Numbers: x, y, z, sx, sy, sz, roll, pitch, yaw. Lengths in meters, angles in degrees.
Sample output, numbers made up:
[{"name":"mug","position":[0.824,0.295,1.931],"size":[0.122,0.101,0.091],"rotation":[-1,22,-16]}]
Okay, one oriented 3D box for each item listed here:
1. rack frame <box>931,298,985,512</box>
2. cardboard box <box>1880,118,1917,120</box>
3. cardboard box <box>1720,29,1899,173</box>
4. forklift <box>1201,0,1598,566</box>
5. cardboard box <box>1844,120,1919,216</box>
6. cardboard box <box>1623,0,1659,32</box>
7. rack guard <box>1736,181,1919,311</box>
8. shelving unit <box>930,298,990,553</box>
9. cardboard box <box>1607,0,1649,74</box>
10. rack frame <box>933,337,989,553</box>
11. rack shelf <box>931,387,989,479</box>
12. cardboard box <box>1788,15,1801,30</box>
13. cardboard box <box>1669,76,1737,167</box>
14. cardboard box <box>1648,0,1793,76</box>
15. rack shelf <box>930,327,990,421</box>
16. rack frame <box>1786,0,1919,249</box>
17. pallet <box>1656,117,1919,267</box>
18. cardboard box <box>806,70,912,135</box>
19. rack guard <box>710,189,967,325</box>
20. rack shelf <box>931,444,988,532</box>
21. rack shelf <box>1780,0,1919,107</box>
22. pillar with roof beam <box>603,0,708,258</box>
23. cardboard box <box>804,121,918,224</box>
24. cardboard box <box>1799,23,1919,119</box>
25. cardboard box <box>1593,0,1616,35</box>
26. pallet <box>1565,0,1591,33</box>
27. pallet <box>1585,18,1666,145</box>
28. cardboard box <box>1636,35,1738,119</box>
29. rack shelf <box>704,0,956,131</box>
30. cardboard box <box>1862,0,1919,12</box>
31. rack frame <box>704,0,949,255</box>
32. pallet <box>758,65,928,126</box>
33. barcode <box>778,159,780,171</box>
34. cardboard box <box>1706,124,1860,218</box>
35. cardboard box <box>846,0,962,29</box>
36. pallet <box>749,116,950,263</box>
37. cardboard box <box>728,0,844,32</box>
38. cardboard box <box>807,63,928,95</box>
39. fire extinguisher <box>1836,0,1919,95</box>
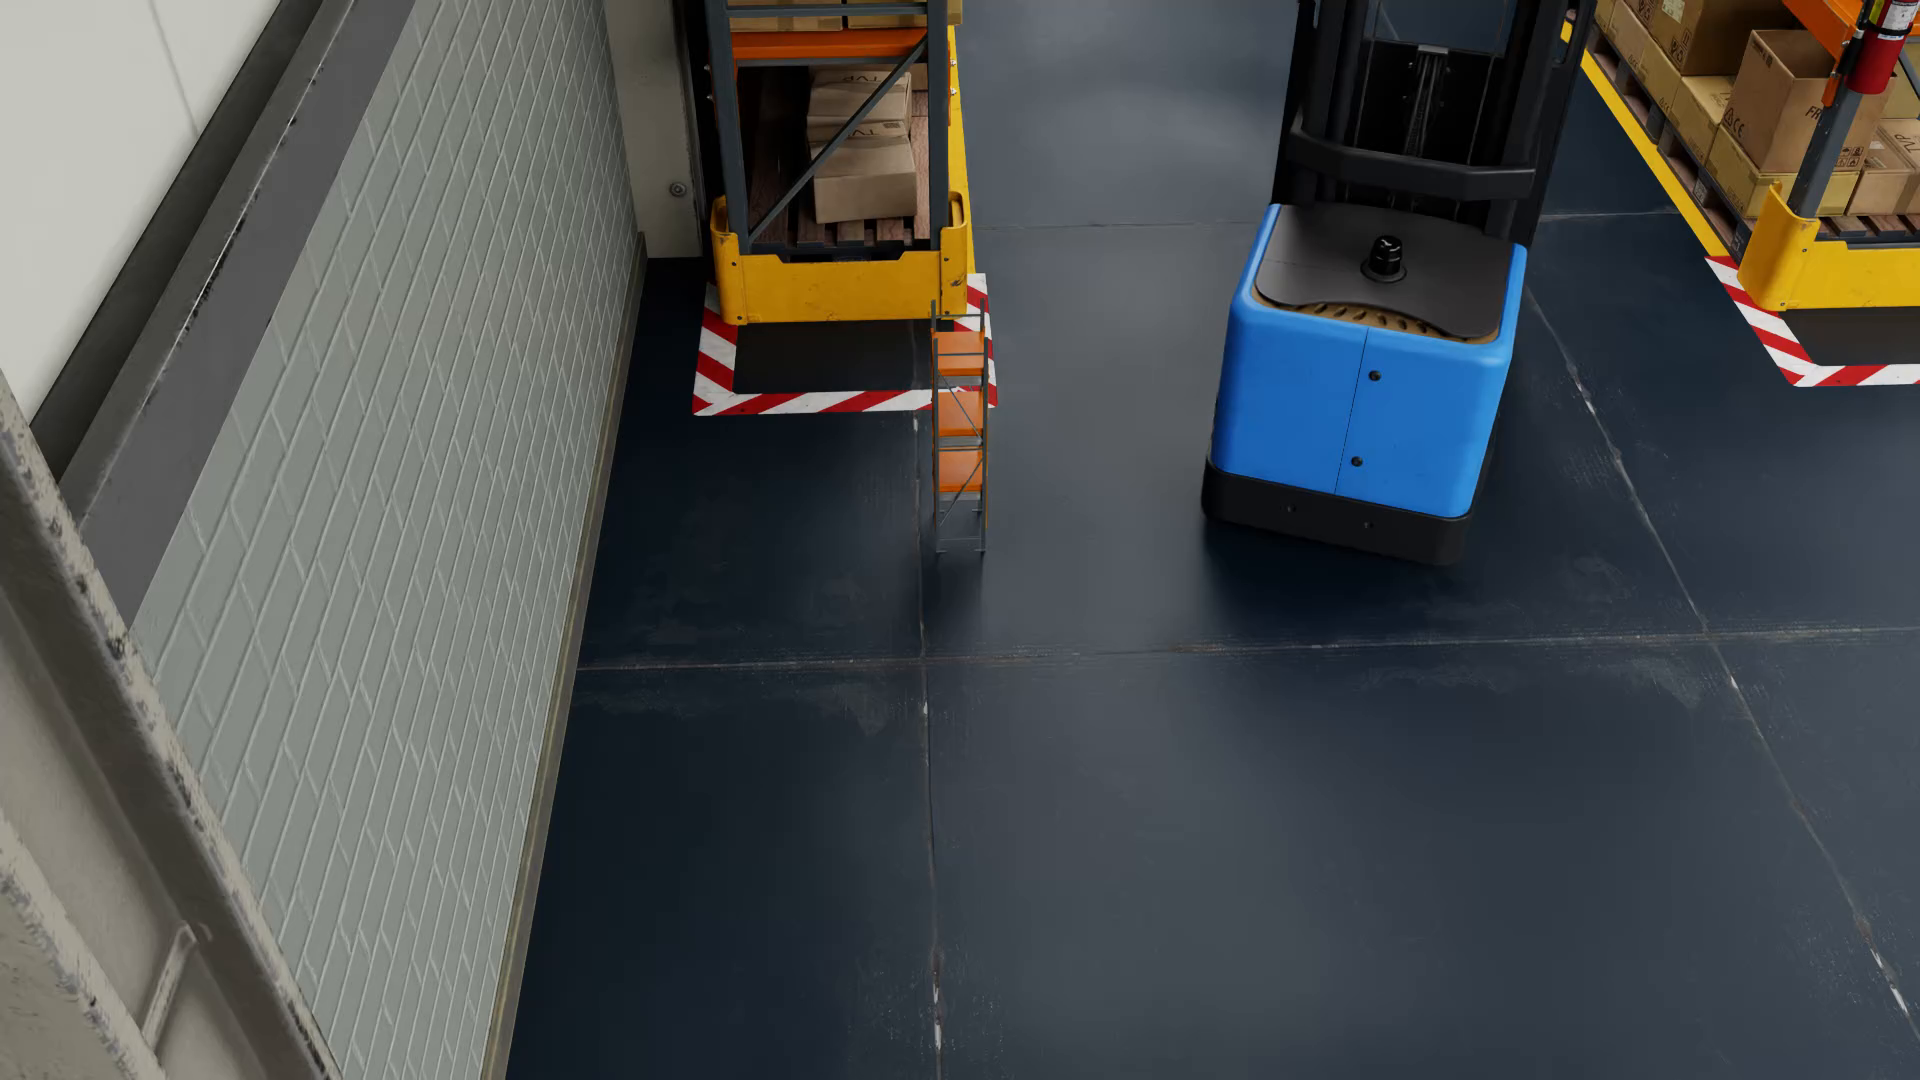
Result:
[{"name":"rack frame","position":[-0.007,-0.506,6.525],"size":[0.200,1.050,0.008],"rotation":[-2,43,-2]},{"name":"cardboard box","position":[4.570,-2.194,8.648],"size":[0.500,0.250,0.500],"rotation":[-2,43,-2]},{"name":"cardboard box","position":[4.076,-2.118,8.010],"size":[0.500,0.500,0.500],"rotation":[-2,43,-2]},{"name":"forklift","position":[1.935,-1.990,6.751],"size":[1.130,2.935,3.031],"rotation":[13,44,13]},{"name":"cardboard box","position":[4.595,-1.856,8.279],"size":[0.500,0.250,0.500],"rotation":[-2,43,-2]},{"name":"cardboard box","position":[3.999,-3.130,9.114],"size":[0.500,0.500,0.500],"rotation":[-2,43,-2]},{"name":"rack guard","position":[4.397,-1.409,7.917],"size":[1.175,0.500,0.348],"rotation":[-2,43,-2]},{"name":"shelving unit","position":[-0.002,-0.423,6.435],"size":[0.215,1.050,0.252],"rotation":[-2,43,-2]},{"name":"cardboard box","position":[4.002,-2.854,9.368],"size":[0.500,0.250,0.500],"rotation":[-2,43,-2]},{"name":"rack frame","position":[0.003,-0.341,6.345],"size":[0.200,1.050,0.008],"rotation":[-2,43,-2]},{"name":"rack shelf","position":[-0.002,-0.415,6.442],"size":[0.215,0.259,0.240],"rotation":[-2,43,-2]},{"name":"cardboard box","position":[4.538,-2.807,8.762],"size":[0.500,0.500,0.500],"rotation":[-2,43,-2]},{"name":"cardboard box","position":[4.045,-2.179,8.631],"size":[0.500,0.250,0.500],"rotation":[-2,43,-2]},{"name":"cardboard box","position":[4.019,-2.793,8.746],"size":[0.500,0.500,0.500],"rotation":[-2,43,-2]},{"name":"rack shelf","position":[-0.002,-0.625,6.250],"size":[0.215,0.259,0.240],"rotation":[-2,43,-2]},{"name":"rack frame","position":[4.396,-2.347,7.090],"size":[1.000,3.000,0.127],"rotation":[-2,43,-2]},{"name":"pallet","position":[4.321,-1.834,8.594],"size":[1.003,0.211,1.213],"rotation":[-2,43,-2]},{"name":"cardboard box","position":[-0.517,-2.228,8.625],"size":[0.500,0.311,0.500],"rotation":[2,43,2]},{"name":"rack guard","position":[-0.557,-1.332,7.833],"size":[1.175,0.500,0.348],"rotation":[-2,43,-2]},{"name":"rack shelf","position":[-0.002,-0.210,6.630],"size":[0.215,0.259,0.240],"rotation":[-2,43,-2]},{"name":"rack shelf","position":[4.311,-3.432,8.806],"size":[1.077,0.370,4.000],"rotation":[-2,43,-2]},{"name":"pillar with roof beam","position":[2.854,-4.985,5.529],"size":[9.100,9.000,0.400],"rotation":[-2,43,-2]},{"name":"cardboard box","position":[-0.493,-1.843,8.205],"size":[0.500,0.311,0.500],"rotation":[-6,43,-7]},{"name":"cardboard box","position":[4.572,-2.470,8.394],"size":[0.500,0.500,0.500],"rotation":[-2,43,-2]},{"name":"cardboard box","position":[3.975,-3.191,9.736],"size":[0.500,0.250,0.500],"rotation":[-2,43,-2]},{"name":"pallet","position":[4.218,-3.481,10.392],"size":[1.003,0.211,1.213],"rotation":[-2,43,-2]},{"name":"pallet","position":[4.273,-2.656,9.491],"size":[1.003,0.211,1.213],"rotation":[-2,43,-2]},{"name":"cardboard box","position":[4.022,-2.516,8.999],"size":[0.500,0.250,0.500],"rotation":[-2,43,-2]},{"name":"rack shelf","position":[-0.638,-3.287,8.649],"size":[1.077,0.370,4.000],"rotation":[-2,43,-2]},{"name":"cardboard box","position":[4.389,-2.699,7.401],"size":[0.700,0.500,0.500],"rotation":[-2,43,-2]},{"name":"rack frame","position":[-0.553,-2.202,6.933],"size":[1.000,3.000,0.127],"rotation":[-2,43,-2]},{"name":"pallet","position":[-0.605,-2.597,9.427],"size":[1.003,0.211,1.213],"rotation":[-2,43,-2]},{"name":"barcode","position":[-0.893,-1.847,8.203],"size":[0.001,0.075,0.075],"rotation":[-2,43,-2]},{"name":"cardboard box","position":[4.078,-1.842,8.263],"size":[0.500,0.250,0.500],"rotation":[-2,43,-2]},{"name":"cardboard box","position":[-0.257,-2.493,7.346],"size":[0.500,0.250,0.500],"rotation":[-3,43,-3]},{"name":"pallet","position":[-0.556,-1.775,8.530],"size":[1.003,0.211,1.213],"rotation":[-2,43,-2]},{"name":"cardboard box","position":[-0.767,-2.464,7.315],"size":[0.500,0.250,0.500],"rotation":[-1,43,-1]},{"name":"cardboard box","position":[-0.498,-2.794,9.103],"size":[0.700,0.500,0.500],"rotation":[-4,43,-4]},{"name":"fire extinguisher","position":[3.937,-2.225,7.015],"size":[0.296,0.674,0.183],"rotation":[-2,43,-2]}]
